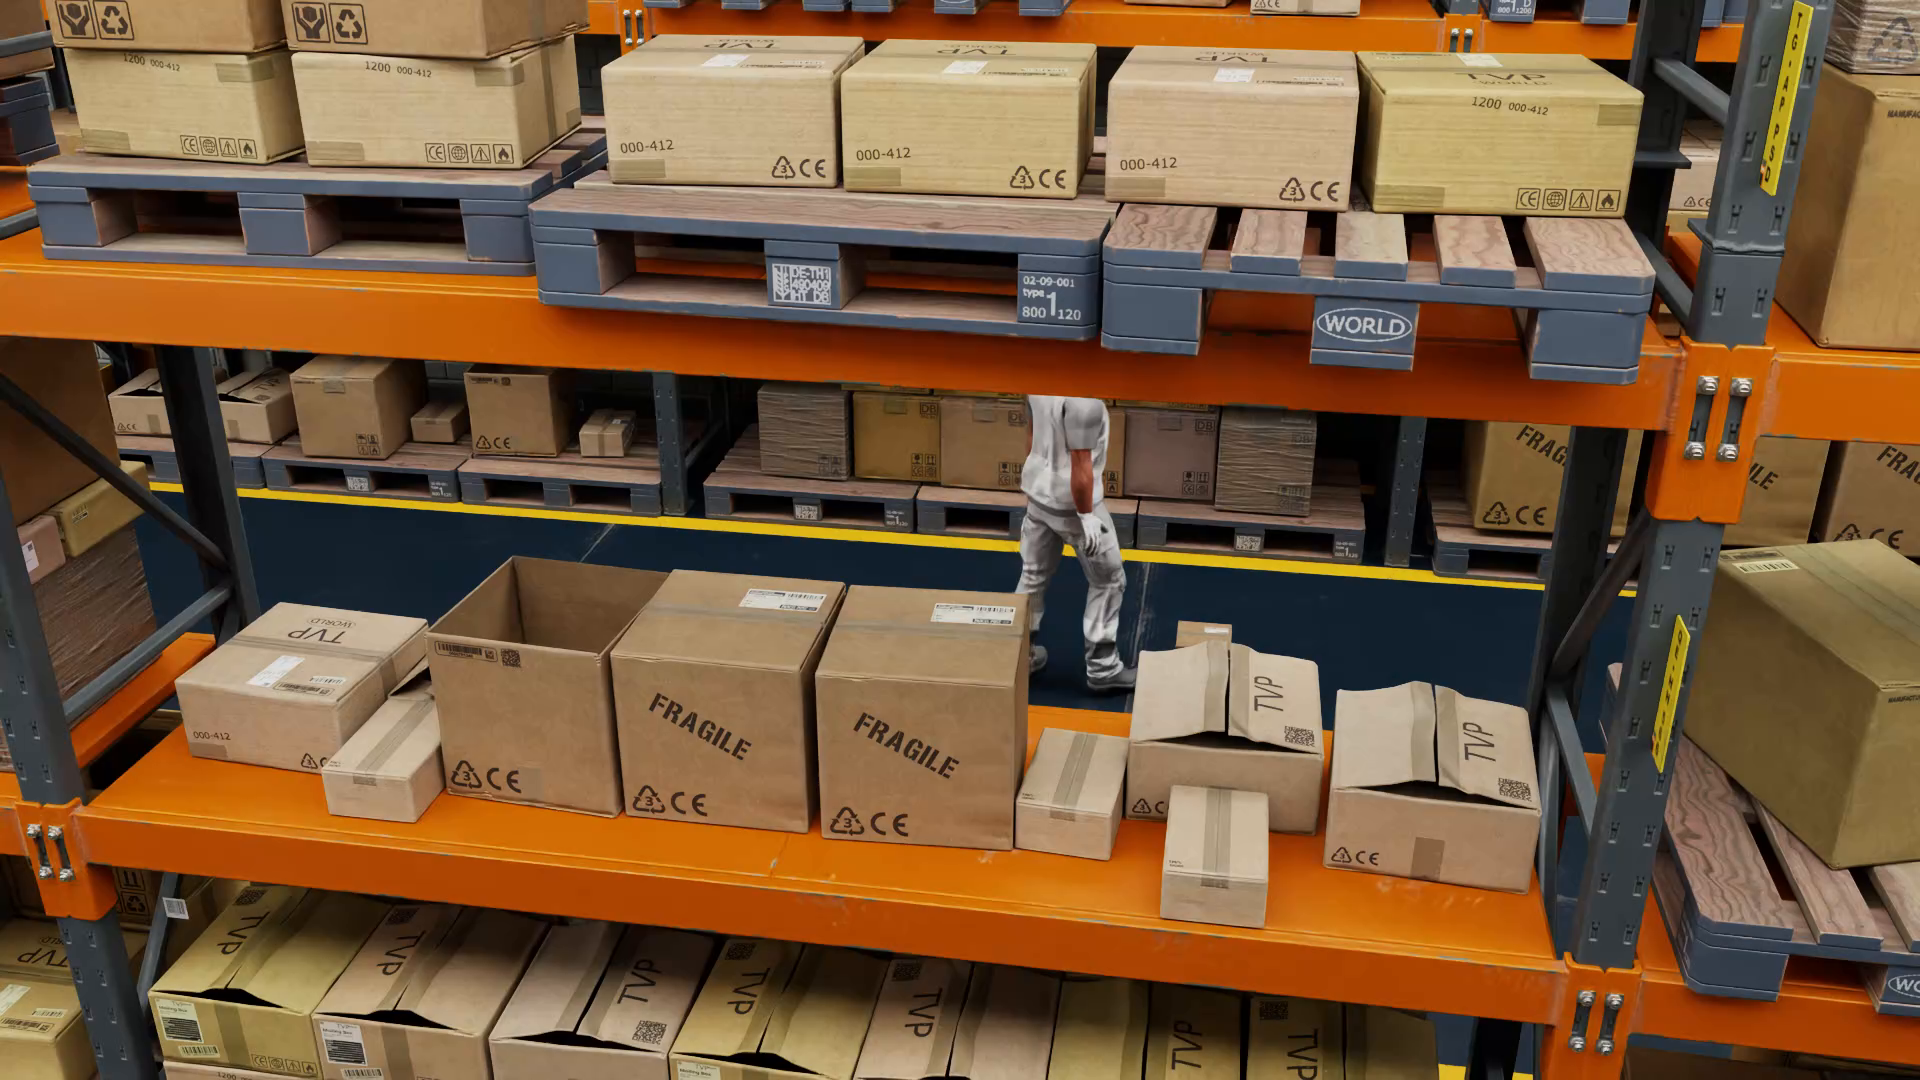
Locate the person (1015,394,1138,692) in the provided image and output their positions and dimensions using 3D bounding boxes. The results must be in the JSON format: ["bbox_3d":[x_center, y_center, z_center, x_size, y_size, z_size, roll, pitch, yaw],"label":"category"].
[{"bbox_3d":[0.498,-0.189,7.386,0.565,1.780,0.598,-14,28,-27],"label":"person"}]
